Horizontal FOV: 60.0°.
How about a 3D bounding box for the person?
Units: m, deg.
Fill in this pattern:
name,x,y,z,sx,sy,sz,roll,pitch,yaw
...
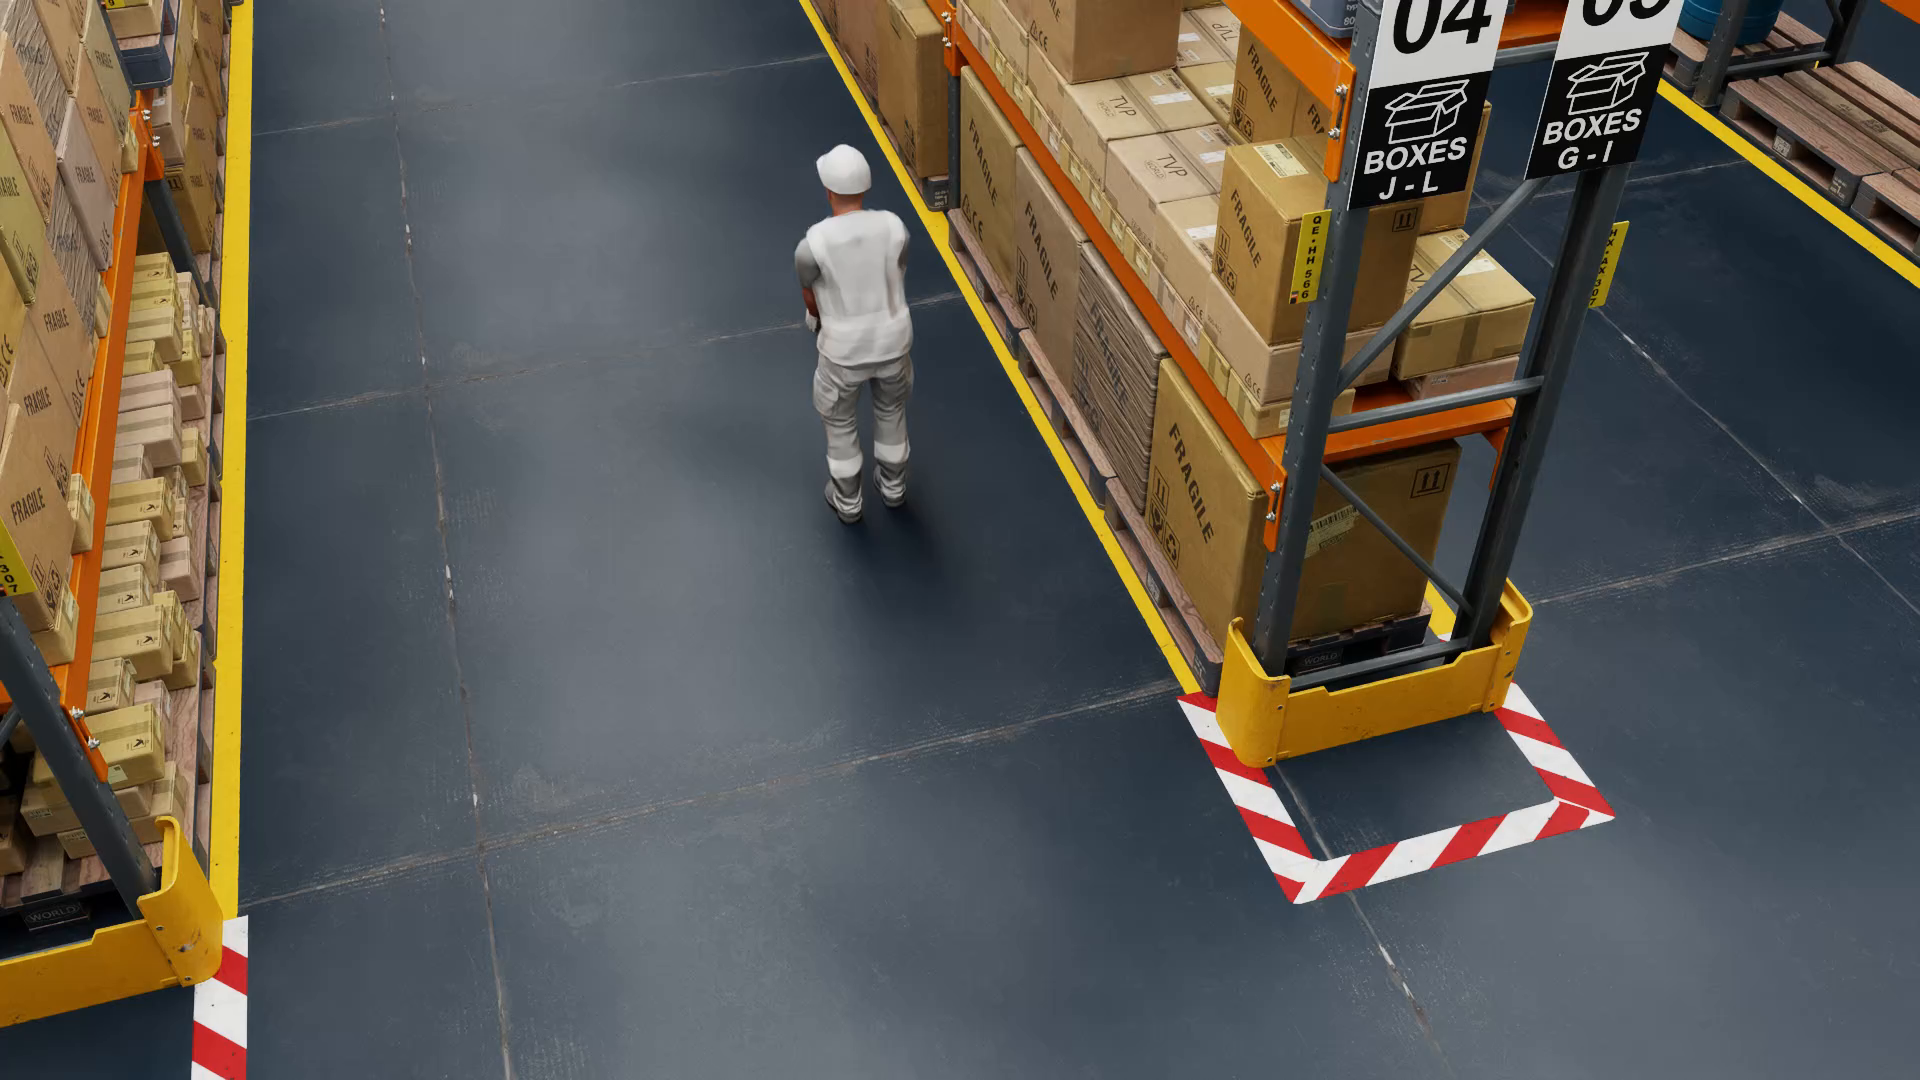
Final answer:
name,x,y,z,sx,sy,sz,roll,pitch,yaw
person,-0.450,-0.881,7.138,0.493,1.770,0.574,-13,43,-14
